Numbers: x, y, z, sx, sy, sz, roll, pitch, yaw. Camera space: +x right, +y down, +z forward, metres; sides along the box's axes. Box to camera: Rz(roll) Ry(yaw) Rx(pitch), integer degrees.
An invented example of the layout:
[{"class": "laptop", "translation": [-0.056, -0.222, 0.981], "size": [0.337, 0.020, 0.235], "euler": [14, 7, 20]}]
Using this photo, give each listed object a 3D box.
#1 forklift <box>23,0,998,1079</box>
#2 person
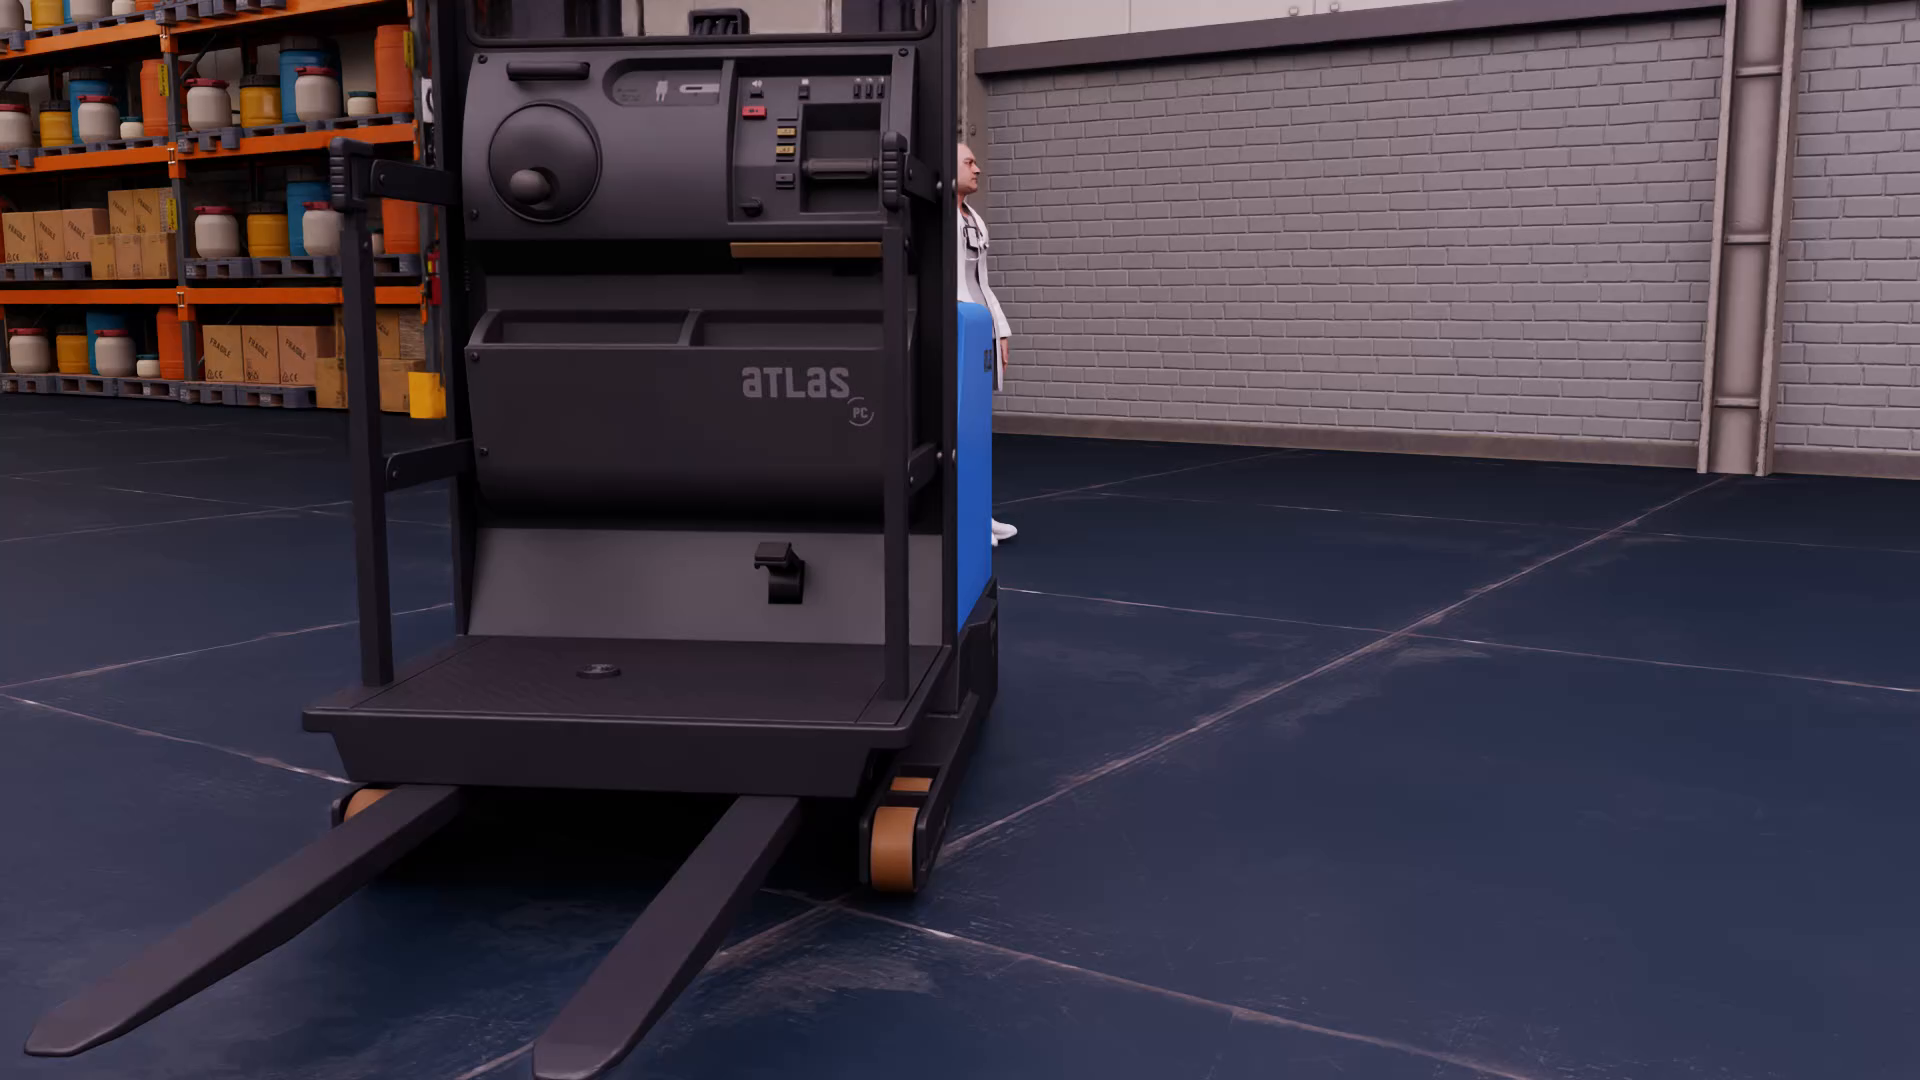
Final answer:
[{"class": "forklift", "translation": [-0.576, -0.852, 3.184], "size": [1.130, 2.935, 3.031], "euler": [1, 8, 6]}, {"class": "person", "translation": [0.072, -0.879, 7.424], "size": [0.581, 1.775, 0.696], "euler": [5, 10, 34]}]
